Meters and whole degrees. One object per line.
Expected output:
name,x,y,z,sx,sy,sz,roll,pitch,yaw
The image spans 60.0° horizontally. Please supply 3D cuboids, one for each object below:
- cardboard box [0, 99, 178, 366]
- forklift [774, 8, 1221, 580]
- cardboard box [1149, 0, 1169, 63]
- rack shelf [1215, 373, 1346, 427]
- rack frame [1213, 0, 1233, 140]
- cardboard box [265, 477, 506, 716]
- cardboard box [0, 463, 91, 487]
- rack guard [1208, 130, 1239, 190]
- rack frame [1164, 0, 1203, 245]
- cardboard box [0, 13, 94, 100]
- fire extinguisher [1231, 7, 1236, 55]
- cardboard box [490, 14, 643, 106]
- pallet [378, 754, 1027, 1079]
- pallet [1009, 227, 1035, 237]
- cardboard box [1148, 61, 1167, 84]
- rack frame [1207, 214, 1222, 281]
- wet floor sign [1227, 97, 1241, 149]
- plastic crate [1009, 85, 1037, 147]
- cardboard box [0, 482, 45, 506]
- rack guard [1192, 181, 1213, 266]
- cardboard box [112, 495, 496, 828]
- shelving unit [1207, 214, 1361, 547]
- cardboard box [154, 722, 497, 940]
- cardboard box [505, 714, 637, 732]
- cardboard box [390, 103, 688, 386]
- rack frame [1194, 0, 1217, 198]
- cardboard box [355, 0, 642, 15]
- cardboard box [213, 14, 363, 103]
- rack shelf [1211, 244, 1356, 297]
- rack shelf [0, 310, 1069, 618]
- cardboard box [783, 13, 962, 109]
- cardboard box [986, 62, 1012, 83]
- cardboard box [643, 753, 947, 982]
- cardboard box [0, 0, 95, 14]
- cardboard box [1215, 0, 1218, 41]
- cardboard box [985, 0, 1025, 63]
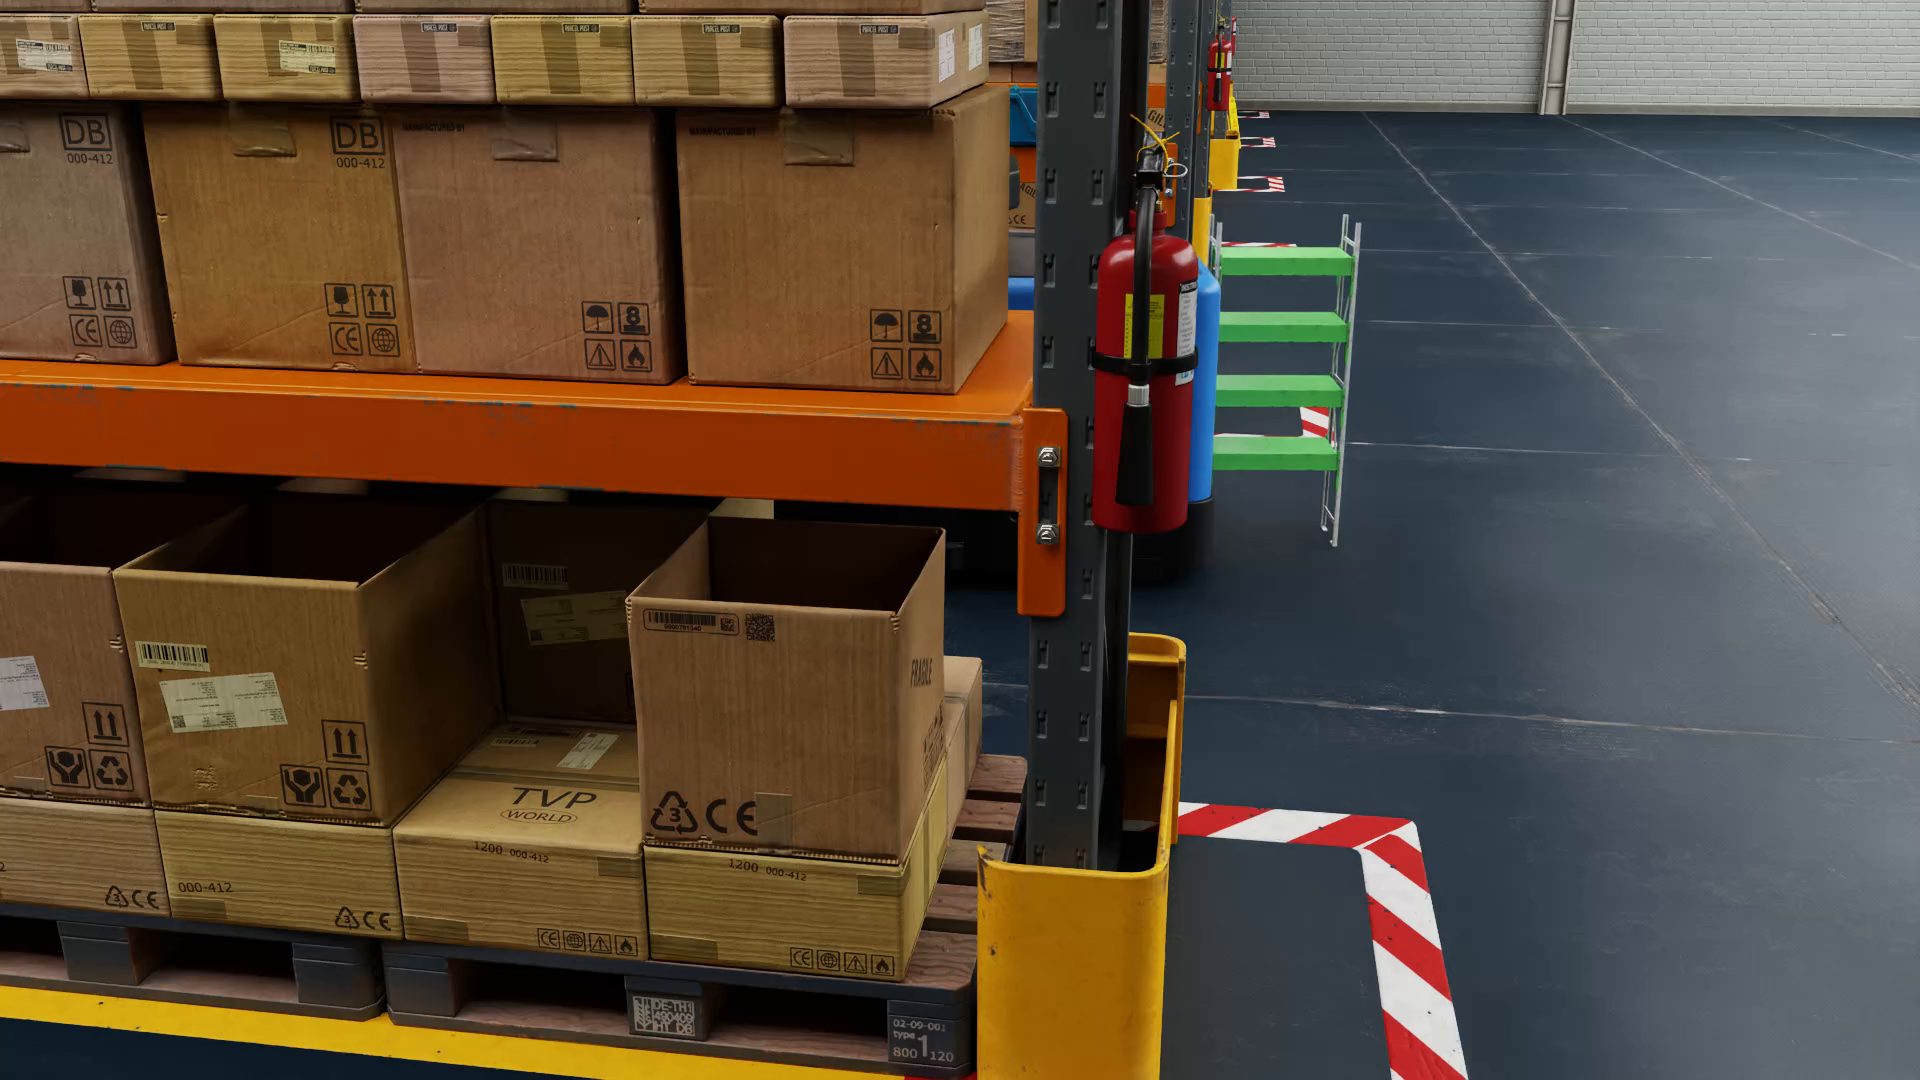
cardboard box,-1.726,-0.694,3.491,0.500,0.500,0.700,3,19,10
forklift,-0.623,-1.393,5.847,3.031,2.935,1.130,0,19,1
cardboard box,1.298,-3.870,12.515,0.500,0.500,0.875,3,19,9
rack shelf,1.162,-0.523,6.175,0.480,0.148,0.258,0,19,1
rack frame,2.723,-5.194,17.099,0.127,3.000,1.000,3,19,9
cardboard box,-1.222,0.065,3.871,0.500,0.500,0.500,3,19,9
cardboard box,-2.209,0.014,4.024,0.500,0.500,0.500,3,19,9
rack guard,2.747,-4.007,17.492,0.348,0.500,1.175,3,19,9
rack frame,1.051,-2.093,7.832,0.127,3.000,1.000,3,19,9
cardboard box,-1.677,-0.934,3.186,0.250,0.149,0.380,3,19,8
fire extinguisher,3.449,-6.563,21.312,0.183,0.674,0.296,3,19,9
cardboard box,-0.657,-0.882,3.032,0.250,0.149,0.380,3,19,8
pallet,-0.500,0.755,3.713,1.213,0.211,1.003,3,19,9
pallet,0.965,-2.378,13.079,1.213,0.211,1.003,3,19,9
cardboard box,1.523,-3.476,12.359,0.250,0.149,0.380,3,19,9
rack frame,0.918,-0.584,6.158,0.015,1.200,0.240,0,19,1
wet floor sign,3.427,-5.288,21.092,0.232,0.644,0.267,10,21,27
plastic crate,0.510,-1.954,7.651,0.616,0.251,0.499,3,19,9
cardboard box,-2.292,0.178,3.534,0.500,0.500,0.500,3,19,9
rack guard,1.762,-2.463,12.878,0.348,0.500,1.175,3,19,9
cardboard box,-1.304,0.228,3.384,0.500,0.500,0.500,3,19,9
shelving unit,1.162,-0.583,6.155,0.503,1.200,0.258,0,19,1
cardboard box,-1.304,0.583,3.506,0.500,0.250,0.500,3,19,9
cardboard box,-0.726,0.442,3.925,0.500,0.250,0.500,3,19,9
cardboard box,-0.716,-0.642,3.336,0.500,0.500,0.700,3,19,10
rack frame,1.837,-3.645,12.470,0.127,3.000,1.000,3,19,9
cardboard box,-0.769,-1.259,3.137,0.500,0.500,0.700,2,19,7
cardboard box,-1.164,-0.908,3.111,0.250,0.149,0.380,4,19,10
rack shelf,1.162,-0.978,6.023,0.480,0.148,0.258,0,19,1
rack shelf,-1.713,-0.301,3.610,4.000,0.370,1.077,3,19,9
cardboard box,-0.145,-0.856,2.955,0.250,0.149,0.380,3,19,8
cardboard box,0.286,-3.533,12.532,0.250,0.149,0.380,3,19,9
cardboard box,-0.314,0.629,3.368,0.500,0.250,0.500,3,19,9
cardboard box,-1.762,-1.310,3.288,0.500,0.500,0.700,3,19,9
cardboard box,2.350,-5.269,17.088,0.550,0.550,0.875,3,19,9
cardboard box,0.299,-3.896,12.594,0.500,0.500,0.875,3,19,9
